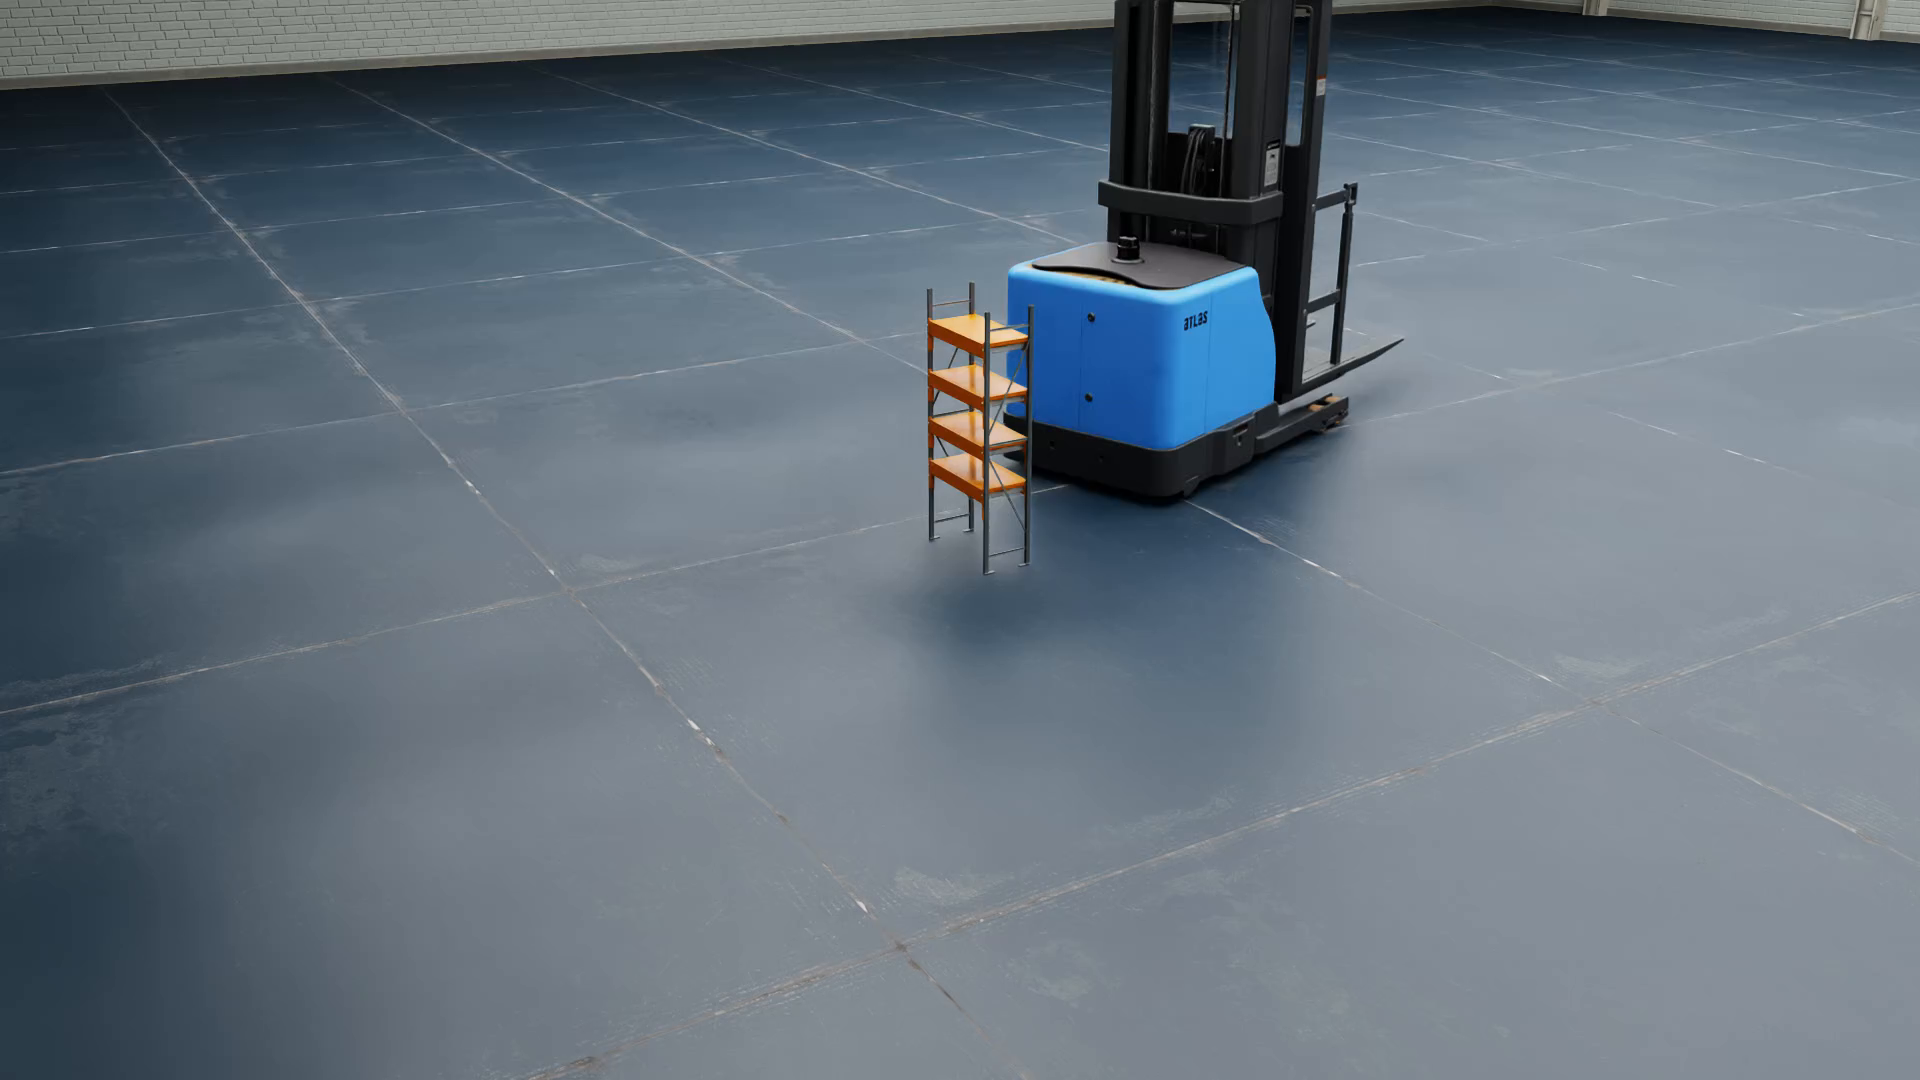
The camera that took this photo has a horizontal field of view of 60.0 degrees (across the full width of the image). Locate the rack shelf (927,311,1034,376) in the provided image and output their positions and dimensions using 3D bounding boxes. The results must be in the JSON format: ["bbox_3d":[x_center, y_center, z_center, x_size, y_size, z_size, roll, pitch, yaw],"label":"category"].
[{"bbox_3d":[0.085,-0.866,7.306,0.258,0.148,0.480,-13,25,-28],"label":"rack shelf"}]

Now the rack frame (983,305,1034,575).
[{"bbox_3d":[0.209,-0.423,7.259,0.240,1.200,0.015,-13,25,-28],"label":"rack frame"}]

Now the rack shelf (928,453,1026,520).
[{"bbox_3d":[0.085,-0.256,7.554,0.258,0.148,0.480,-13,25,-28],"label":"rack shelf"}]

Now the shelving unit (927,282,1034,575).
[{"bbox_3d":[0.085,-0.502,7.454,0.258,1.200,0.503,-13,25,-28],"label":"shelving unit"}]

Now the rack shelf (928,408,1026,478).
[{"bbox_3d":[0.085,-0.440,7.479,0.258,0.148,0.480,-13,25,-28],"label":"rack shelf"}]

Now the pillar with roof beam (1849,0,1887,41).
[{"bbox_3d":[12.698,-12.422,26.421,9.100,9.000,0.400,-13,25,-28],"label":"pillar with roof beam"}]

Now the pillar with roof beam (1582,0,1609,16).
[{"bbox_3d":[9.633,-14.364,31.199,9.100,9.000,0.400,-13,25,-28],"label":"pillar with roof beam"}]

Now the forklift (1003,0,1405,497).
[{"bbox_3d":[1.545,-2.052,8.968,1.130,2.935,3.031,17,28,36],"label":"forklift"}]

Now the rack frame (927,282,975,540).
[{"bbox_3d":[-0.040,-0.581,7.648,0.240,1.200,0.015,-13,25,-28],"label":"rack frame"}]

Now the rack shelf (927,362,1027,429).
[{"bbox_3d":[0.085,-0.647,7.395,0.258,0.148,0.480,-13,25,-28],"label":"rack shelf"}]
